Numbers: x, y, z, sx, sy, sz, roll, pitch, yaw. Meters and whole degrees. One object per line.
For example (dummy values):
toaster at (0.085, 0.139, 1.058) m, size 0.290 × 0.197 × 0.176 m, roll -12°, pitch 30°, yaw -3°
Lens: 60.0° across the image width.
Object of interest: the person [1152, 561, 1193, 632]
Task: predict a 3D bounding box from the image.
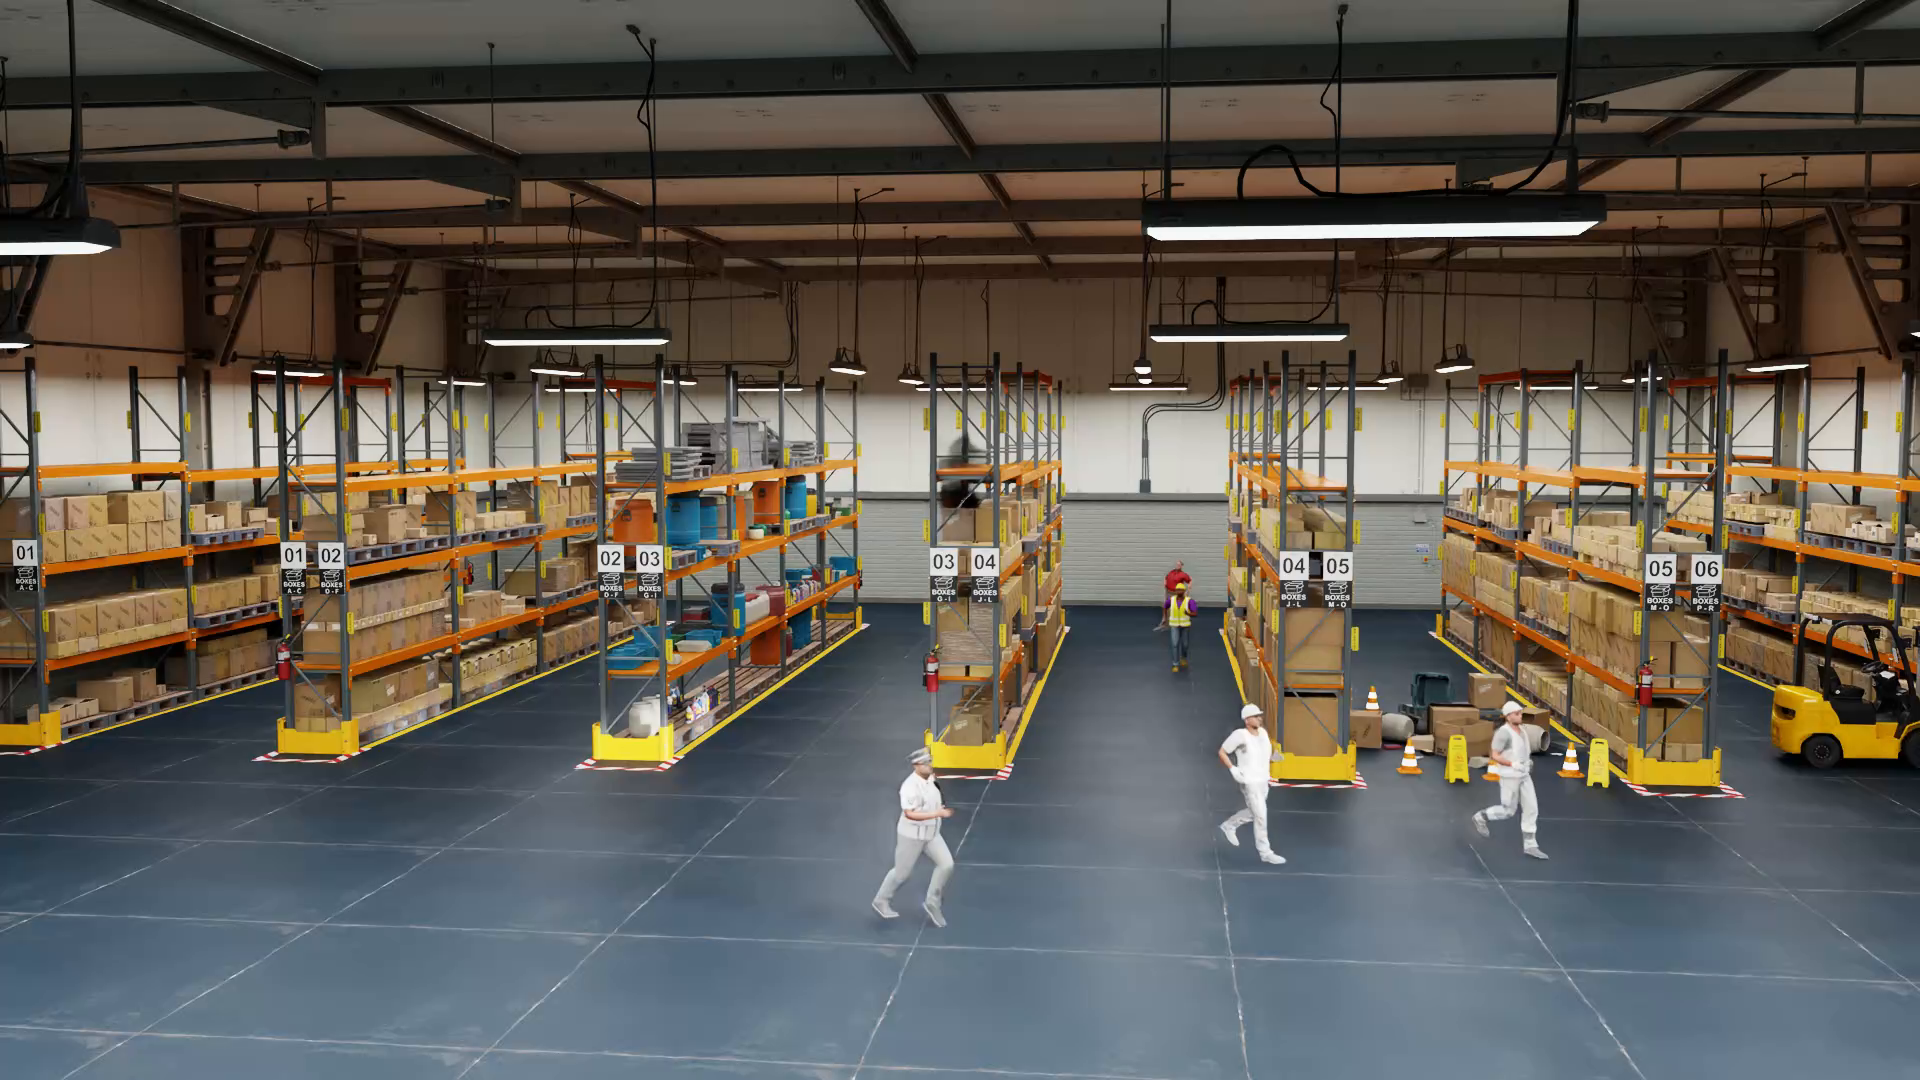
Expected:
person at (5.042, 1.335, 39.638) m, size 0.958 × 1.663 × 0.707 m, roll -3°, pitch 5°, yaw -33°

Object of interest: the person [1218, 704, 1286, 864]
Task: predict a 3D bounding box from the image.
person at (3.340, 2.756, 19.010) m, size 0.693 × 1.763 × 0.986 m, roll -4°, pitch 6°, yaw -44°

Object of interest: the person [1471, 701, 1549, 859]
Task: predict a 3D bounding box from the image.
person at (6.423, 2.757, 19.326) m, size 0.667 × 1.775 × 0.962 m, roll -3°, pitch 5°, yaw -37°

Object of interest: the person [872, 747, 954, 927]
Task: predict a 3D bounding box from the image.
person at (-0.417, 2.959, 16.581) m, size 0.911 × 1.821 × 0.673 m, roll 3°, pitch 5°, yaw 33°

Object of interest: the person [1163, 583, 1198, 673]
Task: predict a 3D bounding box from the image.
person at (4.403, 1.737, 33.284) m, size 0.700 × 1.757 × 0.959 m, roll 1°, pitch 4°, yaw 8°
